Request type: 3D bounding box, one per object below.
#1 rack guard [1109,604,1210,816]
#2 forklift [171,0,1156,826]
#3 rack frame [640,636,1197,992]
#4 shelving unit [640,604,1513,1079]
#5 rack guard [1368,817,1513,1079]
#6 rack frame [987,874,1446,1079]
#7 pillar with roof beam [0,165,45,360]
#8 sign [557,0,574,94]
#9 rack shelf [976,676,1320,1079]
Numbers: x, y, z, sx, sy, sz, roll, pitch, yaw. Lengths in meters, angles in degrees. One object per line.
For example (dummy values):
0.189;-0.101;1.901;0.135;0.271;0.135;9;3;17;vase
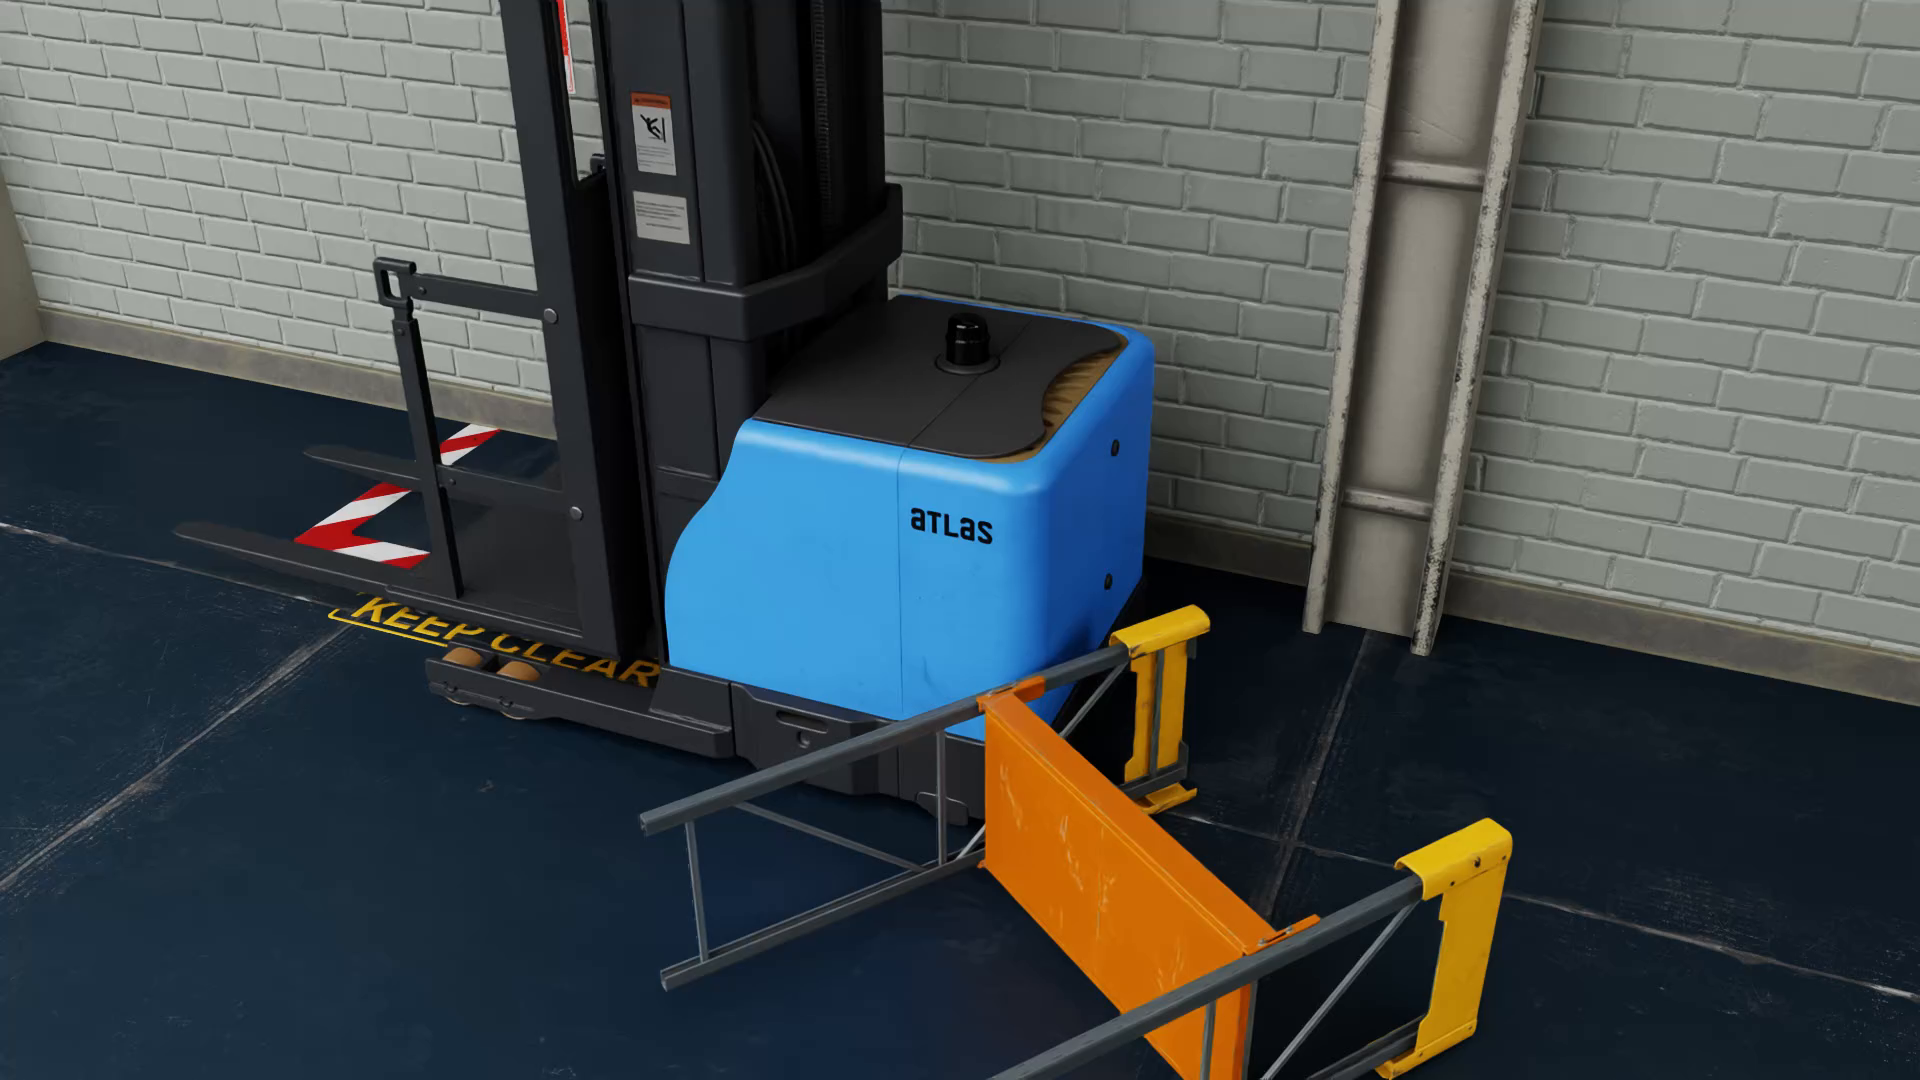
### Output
0.504;0.462;4.301;0.250;0.587;0.087;-17;34;-27;rack guard
-1.013;-0.981;4.508;3.031;2.935;1.130;11;31;19;forklift
-0.041;0.618;4.036;1.500;0.500;0.032;-17;34;-27;rack frame
0.228;0.835;3.651;1.500;0.587;1.083;-17;34;-27;shelving unit
1.020;0.881;3.559;0.250;0.587;0.087;-17;34;-27;rack guard
0.486;1.045;3.279;1.500;0.500;0.032;-17;34;-27;rack frame
-5.861;-2.813;1.581;0.400;9.000;9.100;11;31;19;pillar with roof beam
-1.432;-1.693;5.661;0.234;0.329;0.001;11;31;19;sign
0.377;0.784;3.738;0.185;0.538;1.000;-17;34;-27;rack shelf
